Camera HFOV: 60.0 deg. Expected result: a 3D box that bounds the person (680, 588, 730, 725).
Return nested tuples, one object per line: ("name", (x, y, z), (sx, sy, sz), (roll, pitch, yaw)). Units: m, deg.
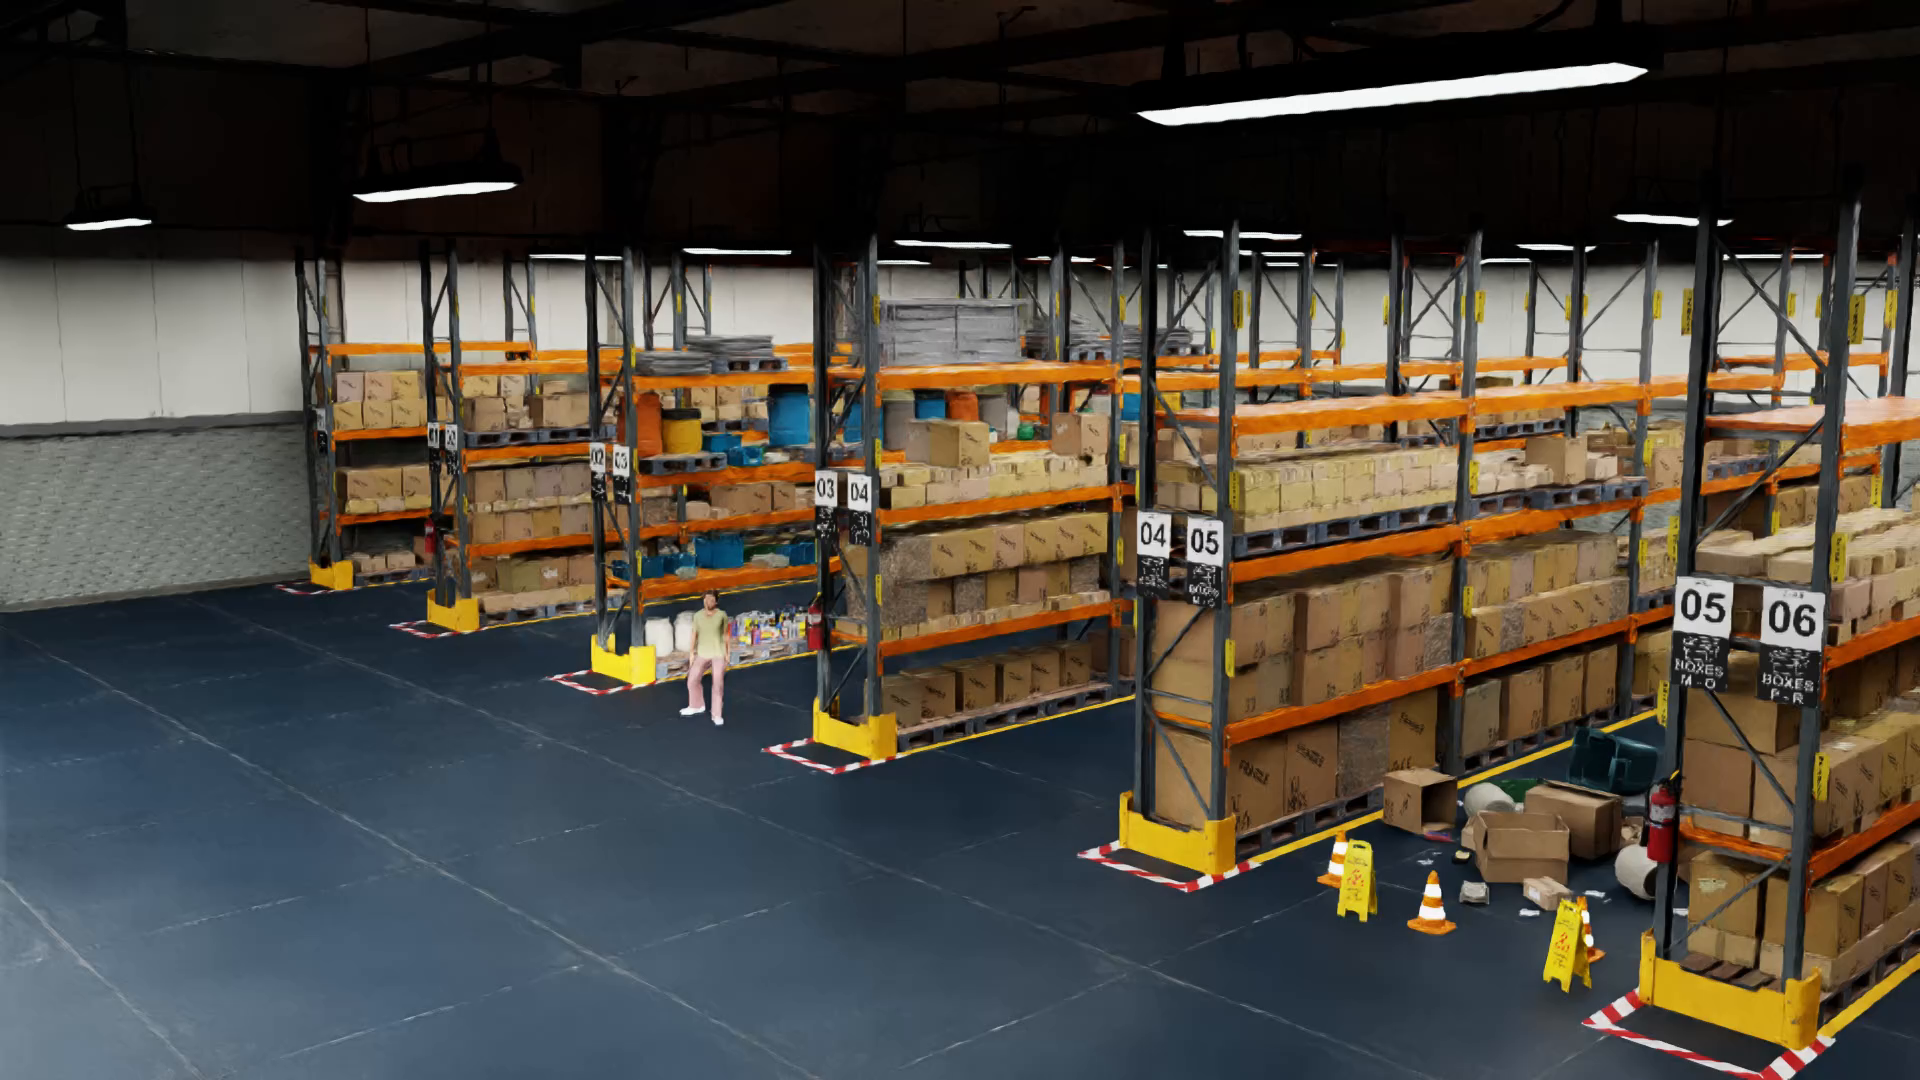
("person", (-3.133, 1.391, 20.242), (0.654, 1.666, 0.474), (1, 8, 4))
